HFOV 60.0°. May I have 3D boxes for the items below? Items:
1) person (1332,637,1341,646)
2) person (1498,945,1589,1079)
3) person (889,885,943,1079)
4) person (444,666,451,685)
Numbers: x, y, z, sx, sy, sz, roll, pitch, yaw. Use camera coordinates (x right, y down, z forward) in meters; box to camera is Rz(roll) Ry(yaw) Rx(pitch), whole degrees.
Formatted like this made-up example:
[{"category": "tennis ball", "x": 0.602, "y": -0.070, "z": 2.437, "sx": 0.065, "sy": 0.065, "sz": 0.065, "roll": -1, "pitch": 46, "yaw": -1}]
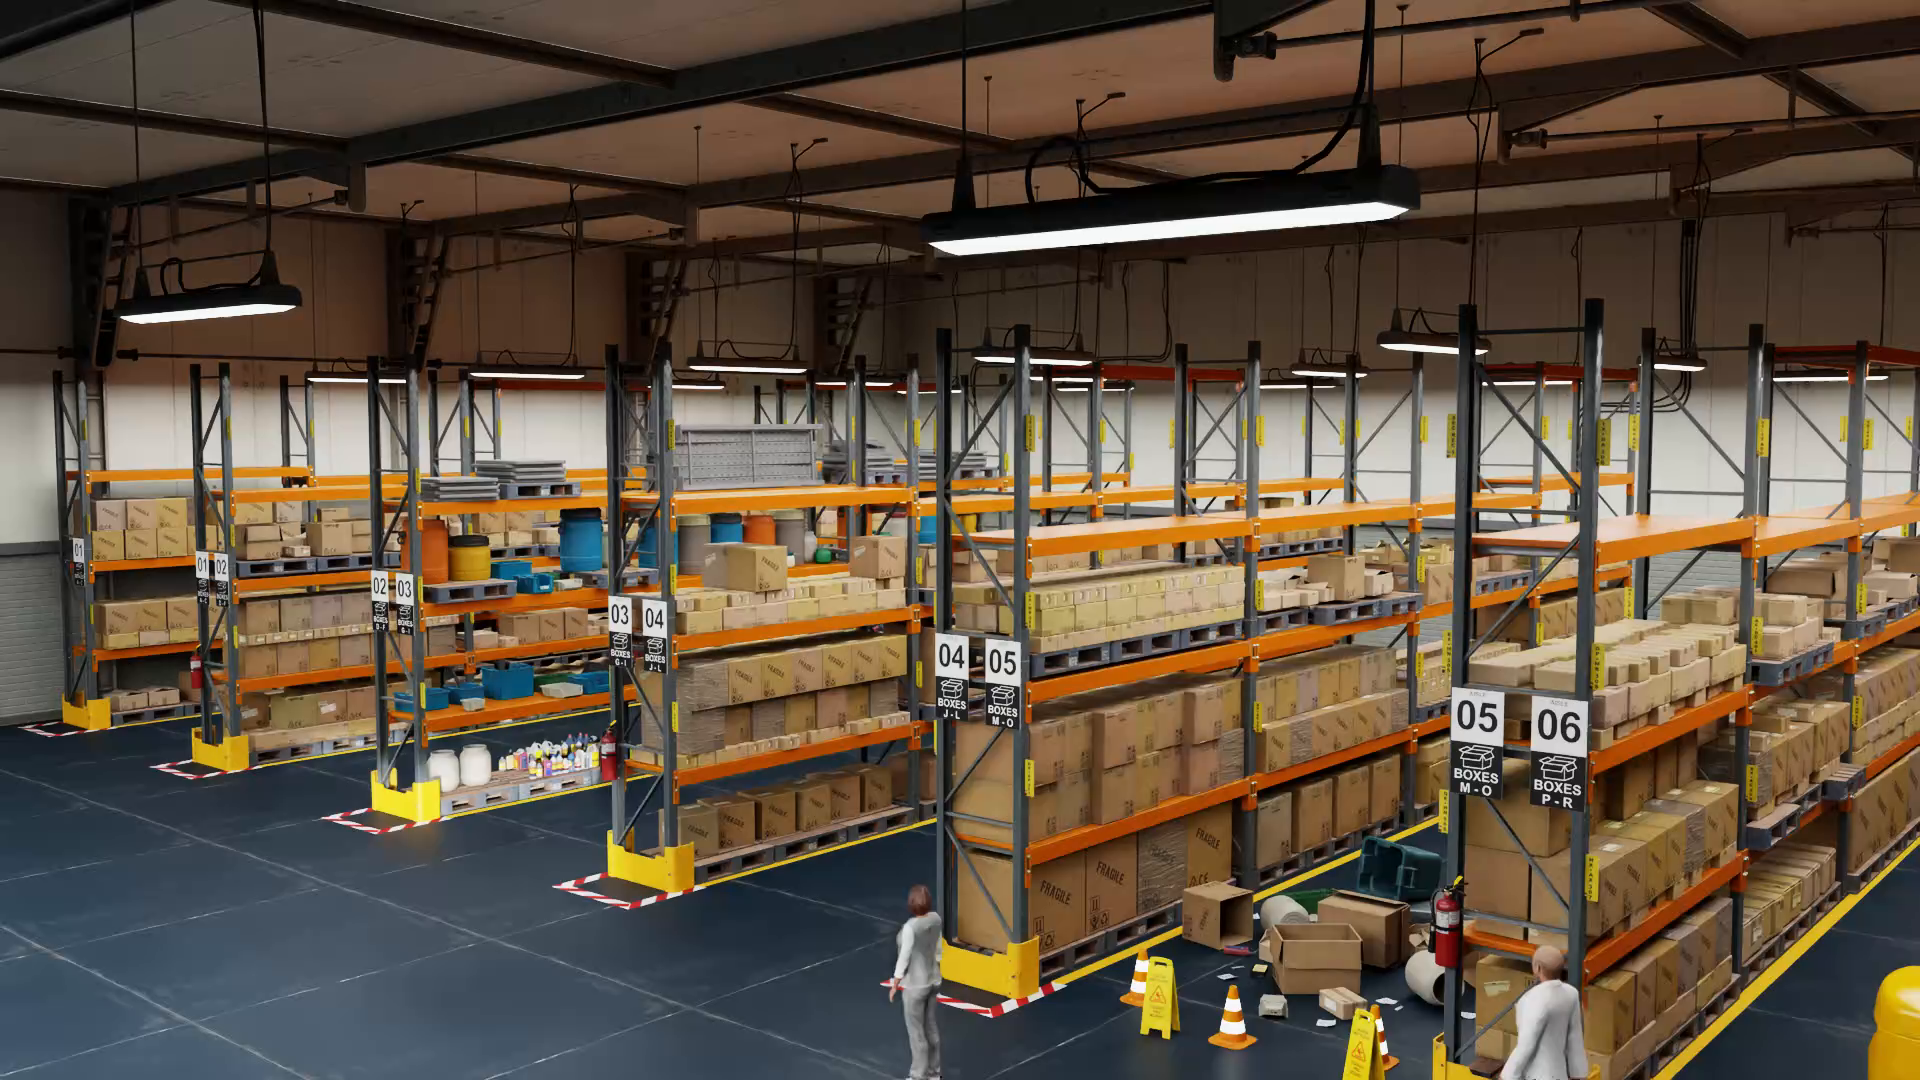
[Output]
[{"category": "person", "x": 6.396, "y": 2.309, "z": 27.964, "sx": 0.551, "sy": 1.601, "sz": 1.018, "roll": 3, "pitch": 5, "yaw": 40}, {"category": "person", "x": 3.819, "y": 3.502, "z": 10.864, "sx": 1.092, "sy": 1.741, "sz": 0.531, "roll": 1, "pitch": 4, "yaw": 8}, {"category": "person", "x": -0.324, "y": 3.435, "z": 12.838, "sx": 0.344, "sy": 1.608, "sz": 0.464, "roll": 3, "pitch": 5, "yaw": 31}, {"category": "person", "x": -9.588, "y": 2.068, "z": 30.554, "sx": 0.602, "sy": 1.759, "sz": 0.566, "roll": -1, "pitch": 4, "yaw": -17}]
